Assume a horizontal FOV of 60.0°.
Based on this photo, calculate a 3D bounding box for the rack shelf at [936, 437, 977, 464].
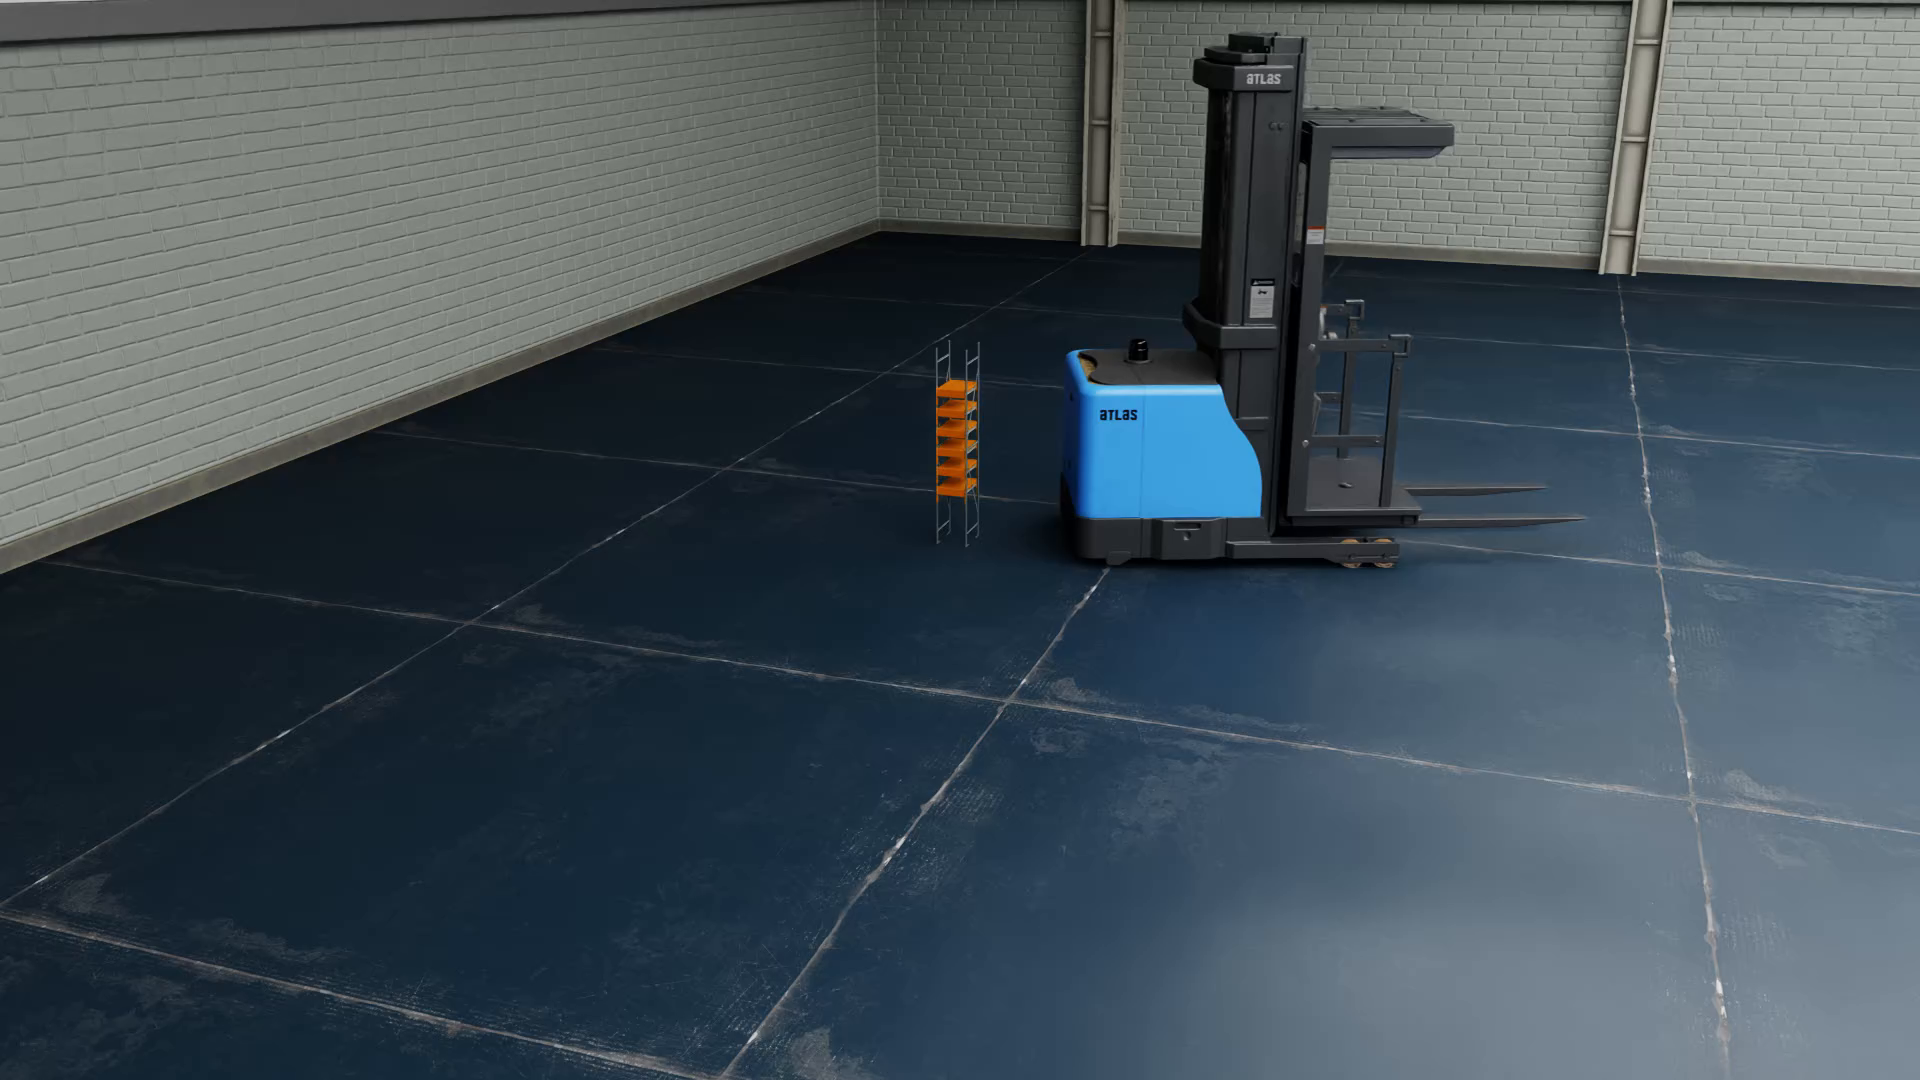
[{"bbox_3d":[-0.014,-0.526,9.898,0.180,0.103,0.258,7,20,18],"label":"rack shelf"}]

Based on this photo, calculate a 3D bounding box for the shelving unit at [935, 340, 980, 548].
[{"bbox_3d":[-0.014,-0.568,9.883,0.189,1.200,0.258,7,20,18],"label":"shelving unit"}]

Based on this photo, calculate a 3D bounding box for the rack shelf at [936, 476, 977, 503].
[{"bbox_3d":[-0.014,-0.300,9.977,0.180,0.103,0.258,7,20,18],"label":"rack shelf"}]

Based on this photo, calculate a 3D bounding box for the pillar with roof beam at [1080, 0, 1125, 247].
[{"bbox_3d":[0.309,-6.567,15.245,0.400,9.000,9.100,7,20,18],"label":"pillar with roof beam"}]

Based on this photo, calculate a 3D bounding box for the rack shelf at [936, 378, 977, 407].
[{"bbox_3d":[-0.014,-0.866,9.779,0.180,0.103,0.258,7,20,18],"label":"rack shelf"}]

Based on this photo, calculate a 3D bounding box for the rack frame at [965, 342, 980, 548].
[{"bbox_3d":[0.073,-0.558,9.855,0.006,1.200,0.240,7,20,18],"label":"rack frame"}]

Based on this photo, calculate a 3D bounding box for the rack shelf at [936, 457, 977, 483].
[{"bbox_3d":[-0.014,-0.413,9.937,0.180,0.103,0.258,7,20,18],"label":"rack shelf"}]

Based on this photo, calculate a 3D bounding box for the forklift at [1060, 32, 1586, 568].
[{"bbox_3d":[2.155,-1.396,9.627,3.031,2.935,1.130,-1,19,-2],"label":"forklift"}]

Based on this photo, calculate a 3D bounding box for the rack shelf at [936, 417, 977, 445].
[{"bbox_3d":[-0.014,-0.639,9.858,0.180,0.103,0.258,7,20,18],"label":"rack shelf"}]

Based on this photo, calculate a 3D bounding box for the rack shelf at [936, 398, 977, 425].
[{"bbox_3d":[-0.014,-0.753,9.819,0.180,0.103,0.258,7,20,18],"label":"rack shelf"}]

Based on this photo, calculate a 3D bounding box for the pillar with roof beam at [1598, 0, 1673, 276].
[{"bbox_3d":[5.977,-5.919,13.386,0.400,9.000,9.100,7,20,18],"label":"pillar with roof beam"}]

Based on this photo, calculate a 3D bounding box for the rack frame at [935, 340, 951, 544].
[{"bbox_3d":[-0.100,-0.578,9.912,0.006,1.200,0.240,7,20,18],"label":"rack frame"}]
